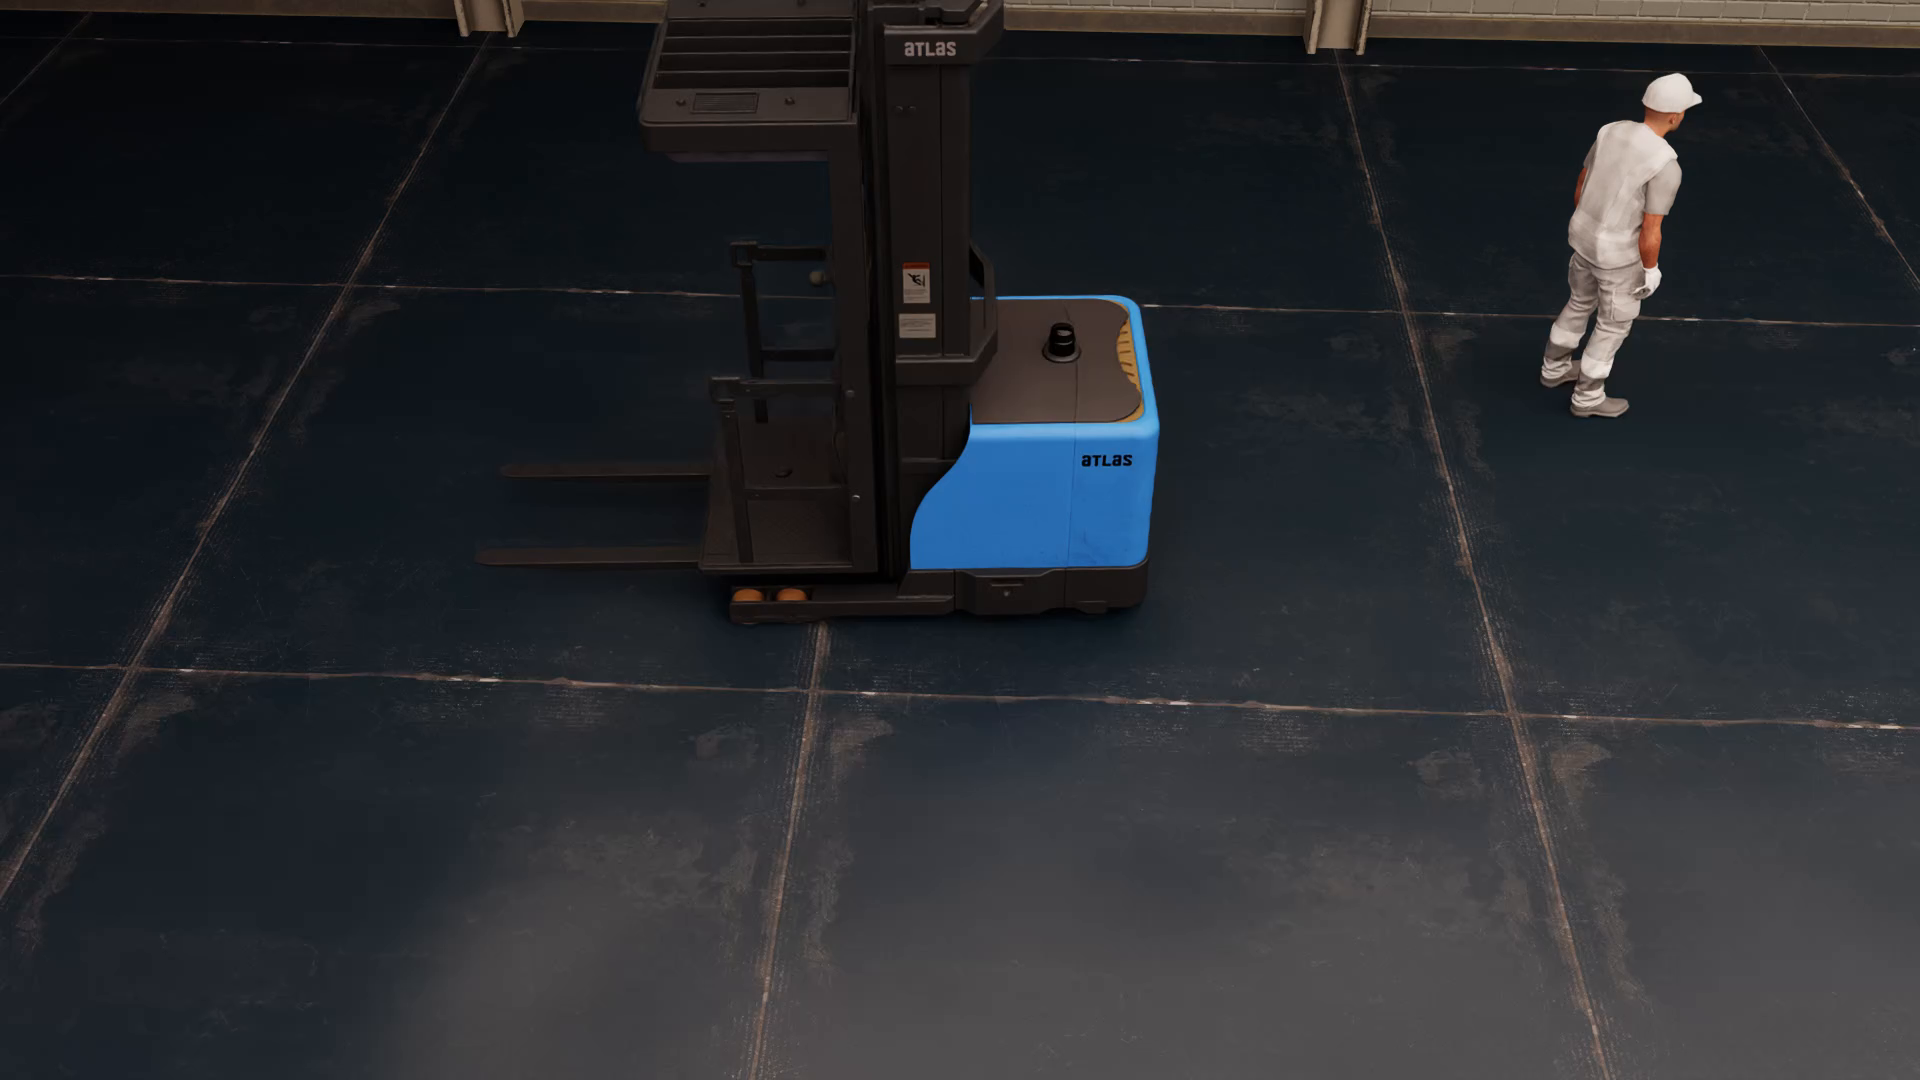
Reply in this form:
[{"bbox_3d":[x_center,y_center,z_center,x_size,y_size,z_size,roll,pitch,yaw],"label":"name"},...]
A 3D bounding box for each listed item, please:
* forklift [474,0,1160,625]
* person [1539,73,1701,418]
[{"bbox_3d":[-0.680,-1.063,6.906,3.031,2.935,1.130,-1,42,-1],"label":"forklift"},{"bbox_3d":[3.227,-1.439,8.177,0.455,1.777,0.607,-14,44,-15],"label":"person"}]
